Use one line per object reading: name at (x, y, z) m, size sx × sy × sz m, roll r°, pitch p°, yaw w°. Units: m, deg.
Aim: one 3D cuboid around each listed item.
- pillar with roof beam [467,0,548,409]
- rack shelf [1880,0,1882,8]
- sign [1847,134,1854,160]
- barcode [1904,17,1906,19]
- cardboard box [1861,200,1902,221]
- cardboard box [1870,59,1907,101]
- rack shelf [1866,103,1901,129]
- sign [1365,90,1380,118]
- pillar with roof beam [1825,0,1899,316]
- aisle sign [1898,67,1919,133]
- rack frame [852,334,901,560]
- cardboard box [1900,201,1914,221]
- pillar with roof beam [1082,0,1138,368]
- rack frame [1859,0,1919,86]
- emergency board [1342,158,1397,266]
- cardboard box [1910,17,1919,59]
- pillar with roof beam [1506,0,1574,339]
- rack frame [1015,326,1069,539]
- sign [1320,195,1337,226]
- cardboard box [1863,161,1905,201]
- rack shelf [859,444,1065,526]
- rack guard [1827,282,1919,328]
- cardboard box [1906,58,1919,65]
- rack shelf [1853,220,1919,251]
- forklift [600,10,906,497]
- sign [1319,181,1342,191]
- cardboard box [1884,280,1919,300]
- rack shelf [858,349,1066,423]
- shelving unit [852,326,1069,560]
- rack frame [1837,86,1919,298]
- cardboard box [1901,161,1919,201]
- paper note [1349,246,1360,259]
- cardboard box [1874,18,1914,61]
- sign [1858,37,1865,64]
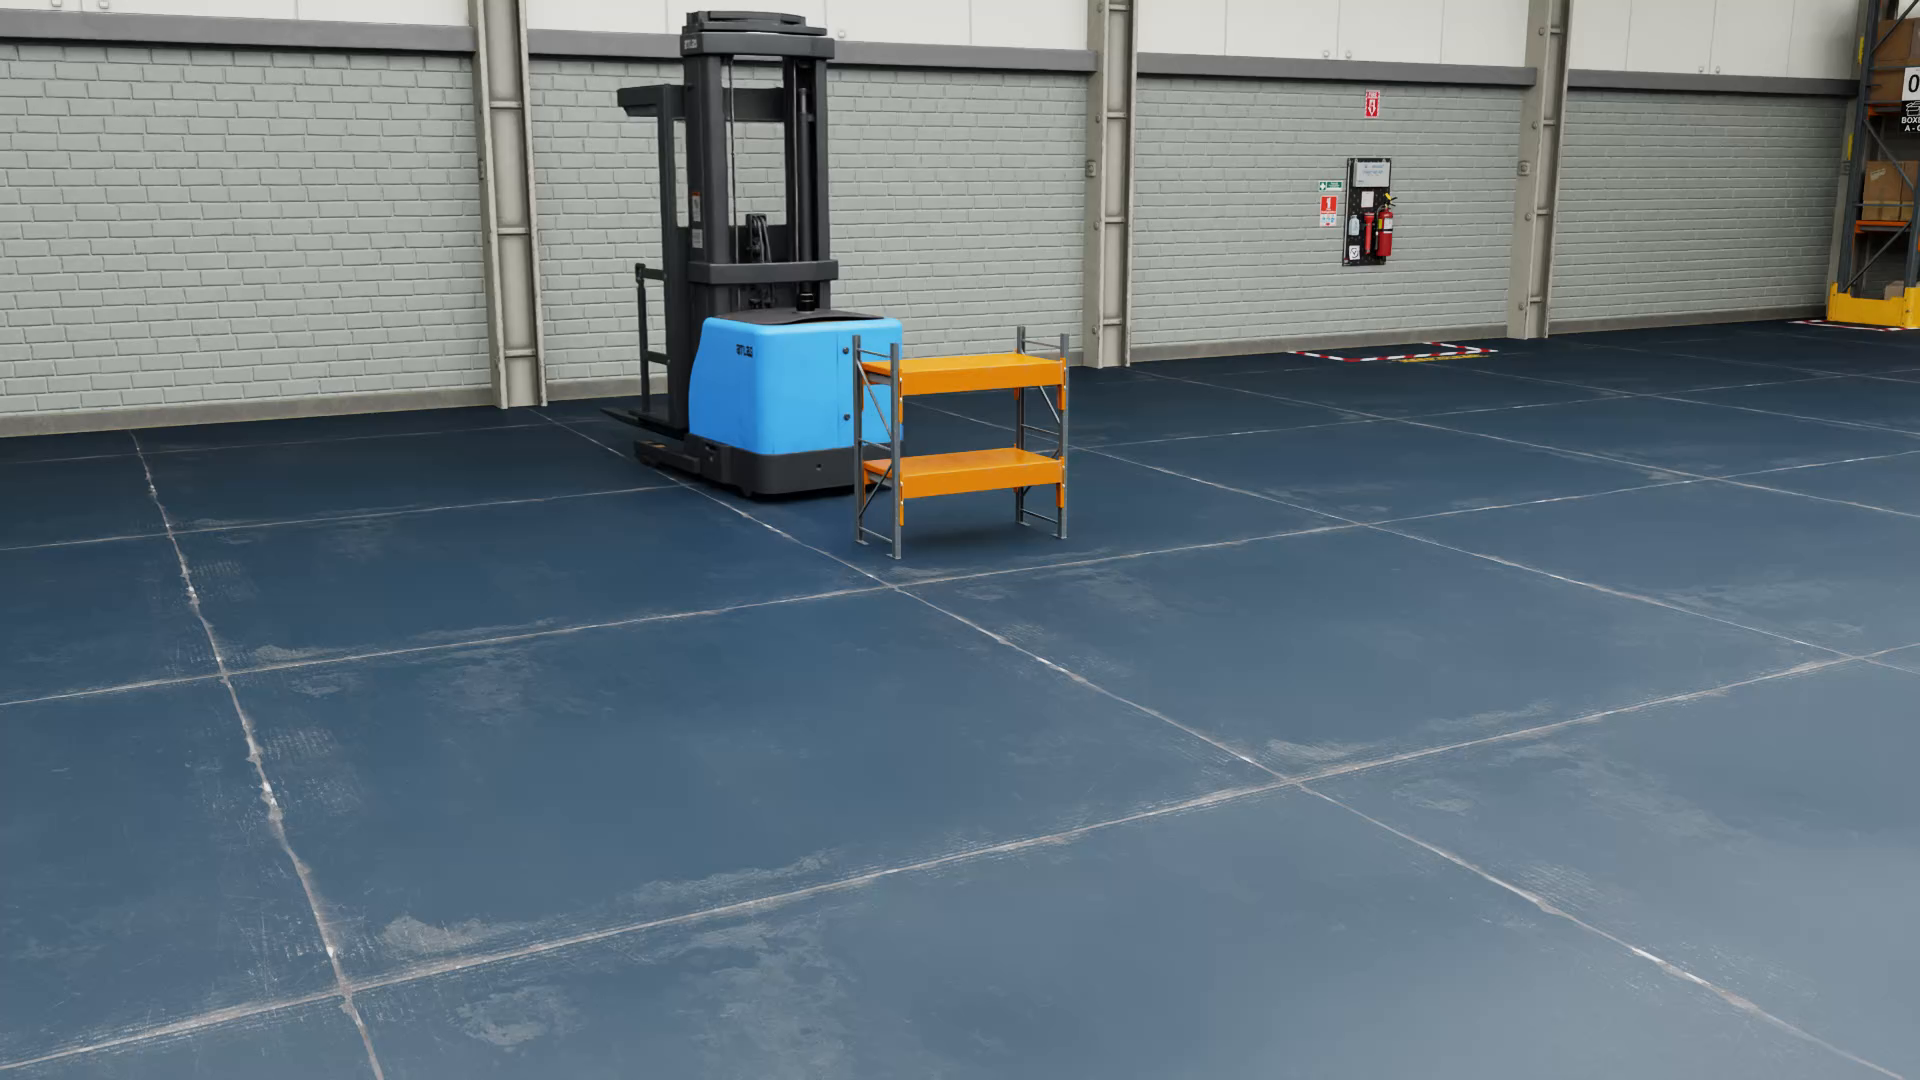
pillar with roof beam at (-1.707, -4.718, 9.576) m, size 0.400 × 9.000 × 9.100 m, roll -7°, pitch 14°, yaw -28°
rack shelf at (13.585, -7.058, 21.623) m, size 4.000 × 0.370 × 1.077 m, roll -7°, pitch 14°, yaw -28°
sign at (11.581, -5.102, 21.590) m, size 0.005 × 0.325 × 0.100 m, roll -7°, pitch 14°, yaw -28°
barcode at (12.213, -6.737, 21.511) m, size 0.075 × 0.075 × 0.001 m, roll -7°, pitch 14°, yaw -28°
cardboard box at (12.147, -4.297, 21.666) m, size 0.500 × 0.250 × 0.500 m, roll -7°, pitch 14°, yaw -27°
cardboard box at (12.074, -5.888, 21.336) m, size 0.500 × 0.500 × 0.500 m, roll -6°, pitch 14°, yaw -24°
rack shelf at (13.585, -5.596, 21.952) m, size 4.000 × 0.370 × 1.077 m, roll -7°, pitch 14°, yaw -28°
sign at (4.521, -4.779, 18.235) m, size 0.199 × 0.298 × 0.001 m, roll -7°, pitch 14°, yaw -28°
pillar with roof beam at (14.092, -6.611, 17.990) m, size 0.400 × 9.000 × 9.100 m, roll -7°, pitch 14°, yaw -28°
aisle sign at (11.910, -5.477, 20.691) m, size 0.004 × 0.787 × 0.394 m, roll -7°, pitch 14°, yaw -28°
rack frame at (-0.440, -0.496, 8.751) m, size 0.032 × 1.125 × 0.500 m, roll -7°, pitch 14°, yaw -28°
cardboard box at (12.410, -4.200, 21.238) m, size 0.500 × 0.250 × 0.500 m, roll -7°, pitch 15°, yaw -29°
pillar with roof beam at (3.559, -5.349, 12.380) m, size 0.400 × 9.000 × 9.100 m, roll -7°, pitch 14°, yaw -28°
rack frame at (11.829, -7.200, 20.608) m, size 0.127 × 3.000 × 1.000 m, roll -7°, pitch 14°, yaw -28°
emergency board at (4.576, -3.630, 18.408) m, size 0.643 × 1.169 × 0.194 m, roll -7°, pitch 14°, yaw -28°
cardboard box at (12.284, -6.277, 20.787) m, size 0.500 × 0.500 × 0.500 m, roll -8°, pitch 15°, yaw -32°
pillar with roof beam at (8.826, -5.980, 15.185) m, size 0.400 × 9.000 × 9.100 m, roll -7°, pitch 14°, yaw -28°
rack frame at (0.452, -0.603, 9.226) m, size 0.032 × 1.125 × 0.500 m, roll -7°, pitch 14°, yaw -28°
sign at (4.041, -3.609, 18.234) m, size 0.234 × 0.329 × 0.001 m, roll -7°, pitch 14°, yaw -28°
cardboard box at (12.141, -4.667, 21.601) m, size 0.500 × 0.500 × 0.500 m, roll -7°, pitch 14°, yaw -28°
rack shelf at (0.006, -0.311, 9.043) m, size 1.000 × 0.278 × 0.538 m, roll -7°, pitch 14°, yaw -28°
rack guard at (11.896, -3.062, 21.577) m, size 0.348 × 0.500 × 1.175 m, roll -7°, pitch 14°, yaw -28°
cardboard box at (12.243, -5.783, 20.867) m, size 0.500 × 0.500 × 0.500 m, roll -6°, pitch 14°, yaw -26°
rack shelf at (13.585, -4.133, 22.281) m, size 4.000 × 0.370 × 1.077 m, roll -7°, pitch 14°, yaw -28°
forklift at (-1.582, -1.965, 11.165) m, size 1.130 × 2.935 × 3.031 m, roll -8°, pitch 15°, yaw -33°
sign at (4.049, -3.867, 18.170) m, size 0.331 × 0.109 × 0.001 m, roll -7°, pitch 14°, yaw -28°
cardboard box at (12.480, -3.232, 21.760) m, size 0.500 × 0.311 × 0.500 m, roll -9°, pitch 15°, yaw -34°
rack shelf at (0.006, -0.835, 8.925) m, size 1.000 × 0.278 × 0.538 m, roll -7°, pitch 14°, yaw -28°
shelving unit at (0.006, -0.549, 8.989) m, size 1.048 × 1.125 × 0.538 m, roll -7°, pitch 14°, yaw -28°
rack frame at (11.829, -4.274, 21.267) m, size 0.127 × 3.000 × 1.000 m, roll -7°, pitch 14°, yaw -28°
cardboard box at (12.392, -4.568, 21.165) m, size 0.500 × 0.500 × 0.500 m, roll -7°, pitch 14°, yaw -28°
paper note at (4.387, -3.195, 18.481) m, size 0.142 × 0.148 × 0.016 m, roll -7°, pitch 14°, yaw -28°
cardboard box at (12.083, -6.379, 21.240) m, size 0.500 × 0.500 × 0.500 m, roll -6°, pitch 14°, yaw -25°
sign at (11.581, -6.278, 21.325) m, size 0.005 × 0.325 × 0.100 m, roll -7°, pitch 14°, yaw -28°
